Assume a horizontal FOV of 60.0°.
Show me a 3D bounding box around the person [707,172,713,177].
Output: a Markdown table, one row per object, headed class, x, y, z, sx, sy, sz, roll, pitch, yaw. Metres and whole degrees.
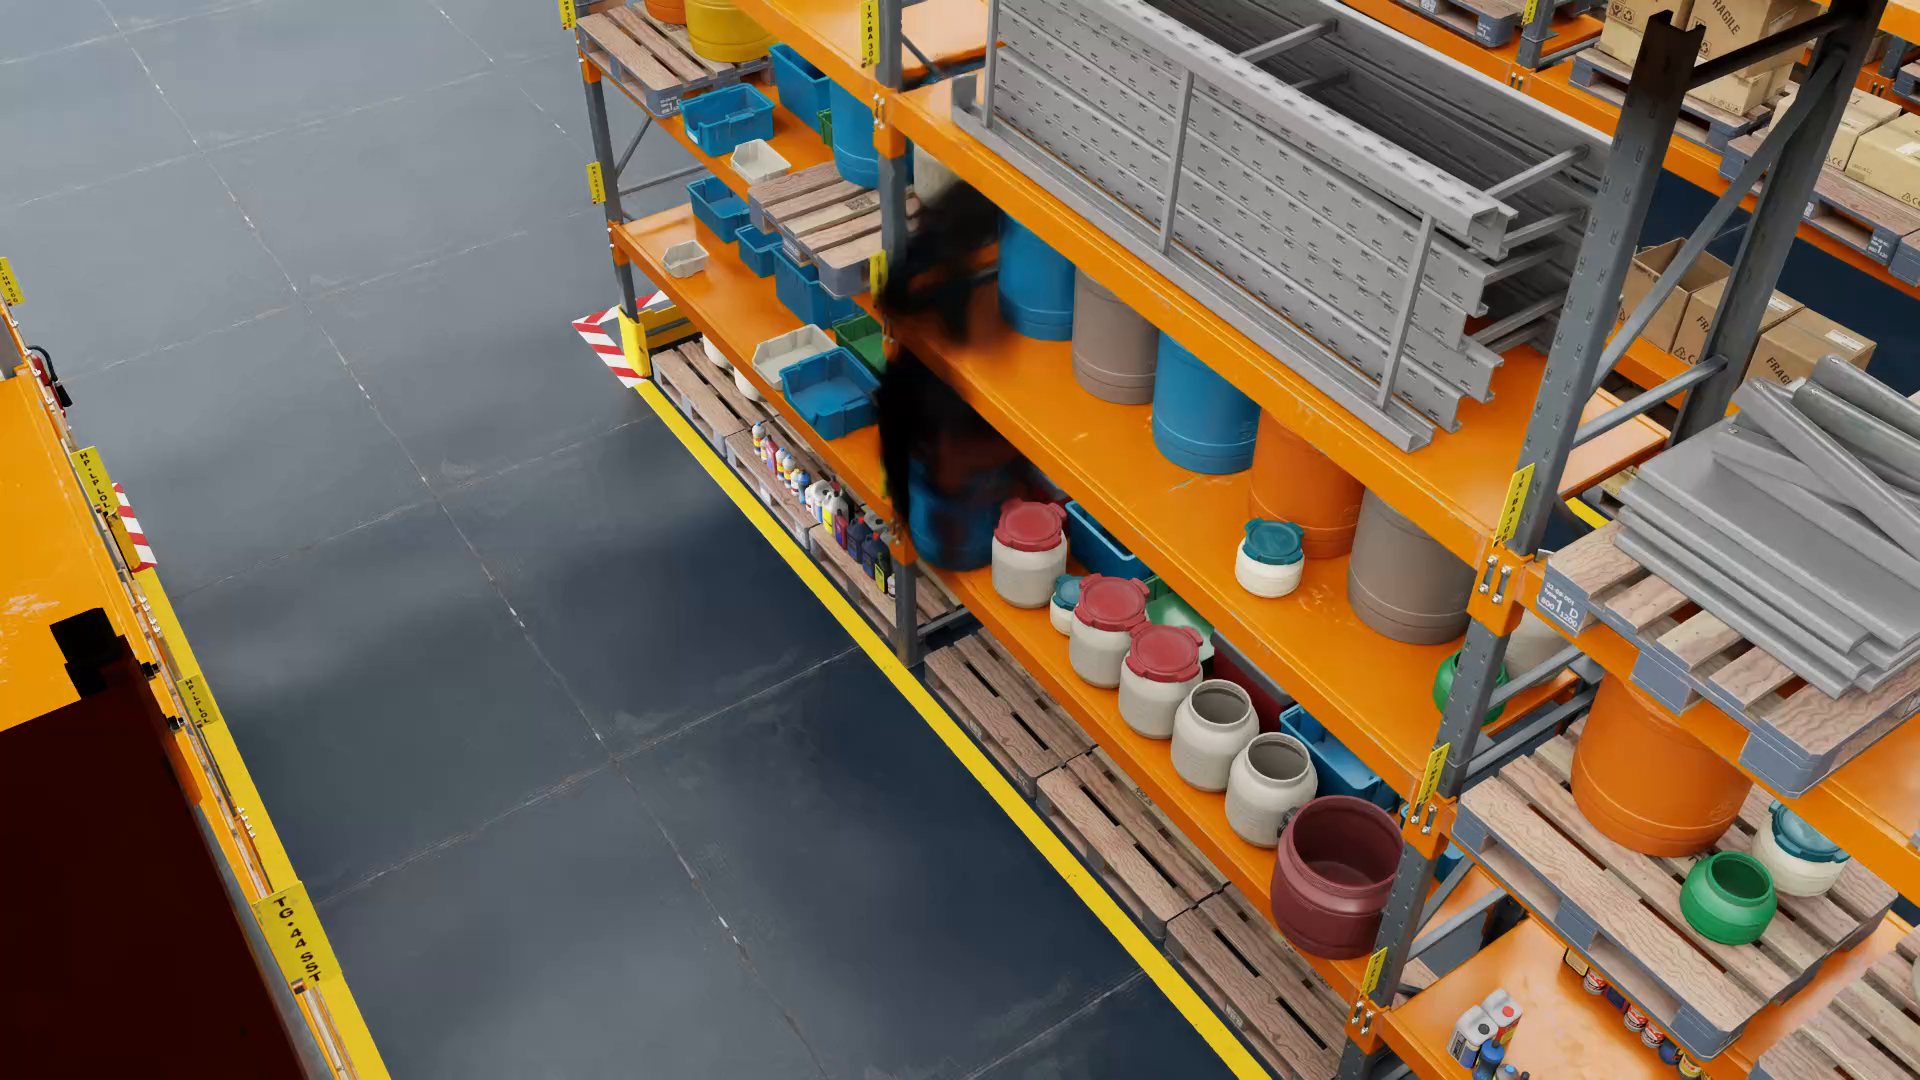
| class | x | y | z | sx | sy | sz | roll | pitch | yaw |
| --- | --- | --- | --- | --- | --- | --- | --- | --- | --- |
| person | -1.893 | -3.098 | 13.829 | 0.928 | 1.741 | 0.719 | 15 | 45 | 16 |
